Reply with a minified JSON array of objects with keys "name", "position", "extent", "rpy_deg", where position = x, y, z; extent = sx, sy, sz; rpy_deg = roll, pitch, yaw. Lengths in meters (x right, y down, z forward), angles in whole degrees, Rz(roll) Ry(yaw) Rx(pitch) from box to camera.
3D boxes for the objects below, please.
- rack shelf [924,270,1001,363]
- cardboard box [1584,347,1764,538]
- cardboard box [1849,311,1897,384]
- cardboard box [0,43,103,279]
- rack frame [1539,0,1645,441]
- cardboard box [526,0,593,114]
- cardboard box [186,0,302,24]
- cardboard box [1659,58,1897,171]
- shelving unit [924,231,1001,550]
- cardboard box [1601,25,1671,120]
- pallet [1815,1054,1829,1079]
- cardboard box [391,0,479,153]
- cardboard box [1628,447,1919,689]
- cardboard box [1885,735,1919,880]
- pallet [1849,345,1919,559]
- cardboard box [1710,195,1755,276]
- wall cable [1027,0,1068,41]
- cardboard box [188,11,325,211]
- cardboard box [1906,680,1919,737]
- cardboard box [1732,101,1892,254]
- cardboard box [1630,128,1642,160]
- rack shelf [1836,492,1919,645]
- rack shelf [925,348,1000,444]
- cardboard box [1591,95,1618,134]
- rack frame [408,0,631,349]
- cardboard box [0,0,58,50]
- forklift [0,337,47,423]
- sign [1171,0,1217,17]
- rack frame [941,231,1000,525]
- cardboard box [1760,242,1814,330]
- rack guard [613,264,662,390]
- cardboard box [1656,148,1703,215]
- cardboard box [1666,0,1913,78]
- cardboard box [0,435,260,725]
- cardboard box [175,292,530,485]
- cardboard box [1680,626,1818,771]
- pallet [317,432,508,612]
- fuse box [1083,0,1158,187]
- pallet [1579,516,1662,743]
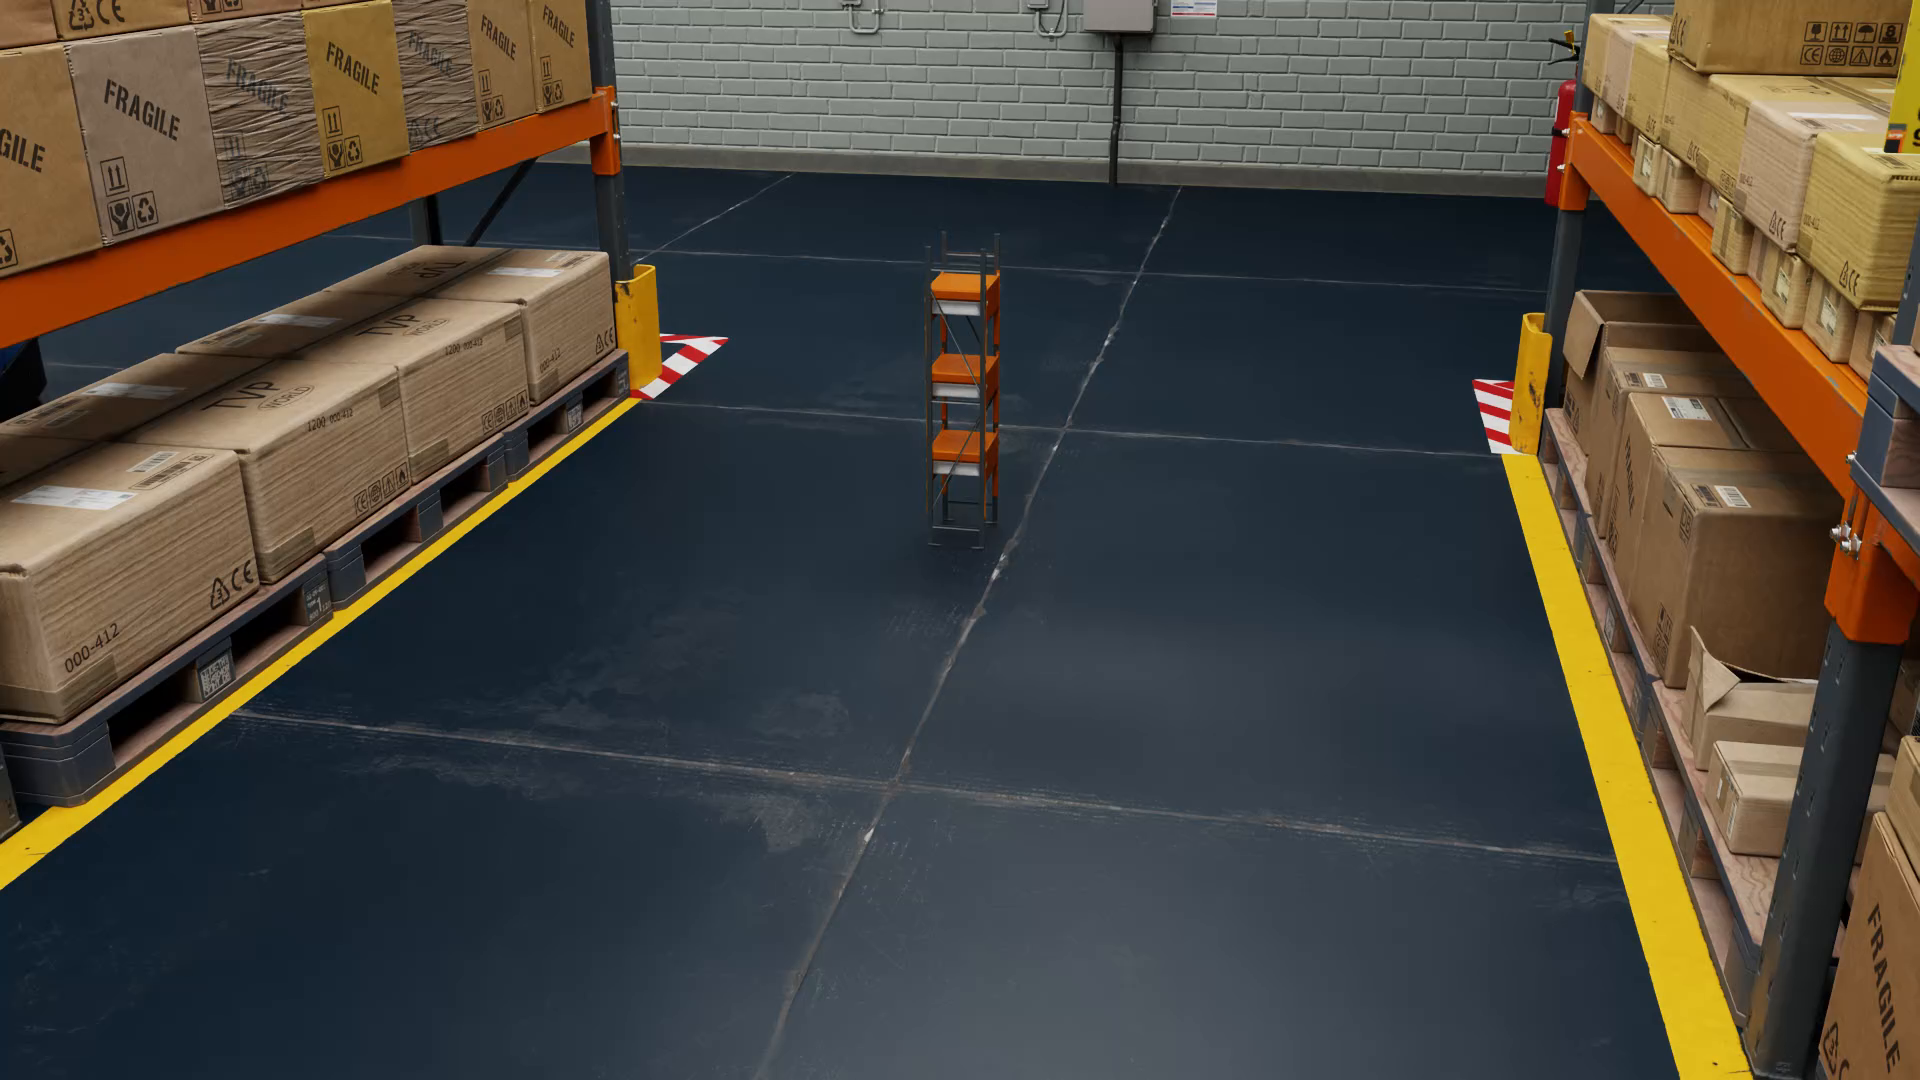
[{"name":"rack shelf","position":[0.011,-0.760,5.604],"extent":[0.215,0.259,0.240],"rpy_deg":[4,22,11]},{"name":"cardboard box","position":[2.435,-0.295,5.354],"extent":[0.700,0.500,0.500],"rpy_deg":[5,23,13]},{"name":"cardboard box","position":[1.867,-0.342,3.024],"extent":[0.380,0.149,0.250],"rpy_deg":[5,22,12]},{"name":"cardboard box","position":[-2.459,-0.898,3.934],"extent":[0.500,0.500,0.500],"rpy_deg":[5,23,13]},{"name":"rack frame","position":[2.865,-1.786,6.272],"extent":[1.000,3.000,0.127],"rpy_deg":[4,22,11]},{"name":"cardboard box","position":[-1.834,-2.012,6.702],"extent":[0.500,0.500,0.500],"rpy_deg":[5,22,11]},{"name":"cardboard box","position":[-2.252,-1.736,4.678],"extent":[0.500,0.500,0.500],"rpy_deg":[5,22,12]},{"name":"cardboard box","position":[2.222,-1.150,4.496],"extent":[0.500,0.250,0.500],"rpy_deg":[4,22,10]},{"name":"shelving unit","position":[0.011,-0.507,5.706],"extent":[0.215,1.050,0.252],"rpy_deg":[4,22,11]},{"name":"cardboard box","position":[2.406,-1.524,5.426],"extent":[0.500,0.250,0.500],"rpy_deg":[5,22,11]},{"name":"pallet","position":[1.920,1.271,2.415],"extent":[1.003,0.211,1.213],"rpy_deg":[4,22,11]},{"name":"cardboard box","position":[-2.047,-1.641,5.780],"extent":[0.500,0.500,0.500],"rpy_deg":[5,22,12]},{"name":"cardboard box","position":[2.223,0.085,4.412],"extent":[0.700,0.500,0.500],"rpy_deg":[4,22,9]},{"name":"cardboard box","position":[1.715,0.452,2.632],"extent":[0.380,0.149,0.250],"rpy_deg":[6,23,13]},{"name":"pallet","position":[1.779,0.050,1.971],"extent":[1.003,0.211,1.213],"rpy_deg":[4,22,11]},{"name":"cardboard box","position":[2.033,-0.725,3.976],"extent":[0.380,0.149,0.250],"rpy_deg":[4,22,10]},{"name":"wall cable","position":[0.524,-4.594,11.885],"extent":[0.588,1.984,0.122],"rpy_deg":[4,22,11]},{"name":"cardboard box","position":[-2.245,-1.263,4.841],"extent":[0.500,0.500,0.500],"rpy_deg":[5,22,11]},{"name":"cardboard box","position":[2.415,0.506,3.619],"extent":[0.500,0.311,0.500],"rpy_deg":[5,23,13]},{"name":"cardboard box","position":[2.002,-0.780,3.579],"extent":[0.500,0.250,0.500],"rpy_deg":[5,22,11]},{"name":"cardboard box","position":[2.392,-1.287,5.370],"extent":[0.380,0.149,0.250],"rpy_deg":[5,23,13]},{"name":"rack shelf","position":[1.641,0.742,0.958],"extent":[1.077,0.370,4.000],"rpy_deg":[4,22,11]},{"name":"rack shelf","position":[0.011,-0.497,5.710],"extent":[0.215,0.259,0.240],"rpy_deg":[4,22,11]},{"name":"cardboard box","position":[2.529,-1.570,6.073],"extent":[0.380,0.149,0.250],"rpy_deg":[4,22,11]},{"name":"rack frame","position":[-1.995,-2.163,7.208],"extent":[1.000,3.000,0.127],"rpy_deg":[4,22,11]},{"name":"cardboard box","position":[-2.477,-1.366,3.757],"extent":[0.500,0.500,0.500],"rpy_deg":[5,22,11]},{"name":"forklift","position":[-5.363,-1.659,6.050],"extent":[3.031,2.935,1.130],"rpy_deg":[-7,23,-16]},{"name":"sign","position":[1.685,-4.007,11.915],"extent":[0.329,0.494,0.001],"rpy_deg":[4,22,11]},{"name":"rack frame","position":[0.036,-0.551,5.817],"extent":[0.200,1.050,0.008],"rpy_deg":[4,22,11]},{"name":"cardboard box","position":[1.928,-0.536,3.505],"extent":[0.380,0.149,0.250],"rpy_deg":[5,22,12]},{"name":"rack guard","position":[-1.990,-1.012,7.697],"extent":[1.175,0.500,0.348],"rpy_deg":[4,22,11]},{"name":"cardboard box","position":[2.184,-1.005,4.669],"extent":[0.380,0.149,0.250],"rpy_deg":[5,22,12]},{"name":"cardboard box","position":[2.203,-1.508,4.381],"extent":[0.500,0.500,0.500],"rpy_deg":[5,22,12]},{"name":"cardboard box","position":[-2.578,0.072,4.526],"extent":[0.875,0.438,0.875],"rpy_deg":[4,22,10]},{"name":"cardboard box","position":[-2.210,-0.585,6.158],"extent":[0.875,0.438,0.875],"rpy_deg":[5,22,12]},{"name":"cardboard box","position":[1.948,0.394,3.958],"extent":[0.396,0.266,0.258],"rpy_deg":[5,23,13]},{"name":"pallet","position":[-2.333,-0.126,5.884],"extent":[1.003,0.211,1.213],"rpy_deg":[4,22,11]},{"name":"fuse box","position":[1.160,-3.416,12.044],"extent":[0.539,1.711,0.414],"rpy_deg":[4,22,11]},{"name":"pallet","position":[2.437,0.272,4.896],"extent":[1.003,0.211,1.213],"rpy_deg":[4,22,11]}]
